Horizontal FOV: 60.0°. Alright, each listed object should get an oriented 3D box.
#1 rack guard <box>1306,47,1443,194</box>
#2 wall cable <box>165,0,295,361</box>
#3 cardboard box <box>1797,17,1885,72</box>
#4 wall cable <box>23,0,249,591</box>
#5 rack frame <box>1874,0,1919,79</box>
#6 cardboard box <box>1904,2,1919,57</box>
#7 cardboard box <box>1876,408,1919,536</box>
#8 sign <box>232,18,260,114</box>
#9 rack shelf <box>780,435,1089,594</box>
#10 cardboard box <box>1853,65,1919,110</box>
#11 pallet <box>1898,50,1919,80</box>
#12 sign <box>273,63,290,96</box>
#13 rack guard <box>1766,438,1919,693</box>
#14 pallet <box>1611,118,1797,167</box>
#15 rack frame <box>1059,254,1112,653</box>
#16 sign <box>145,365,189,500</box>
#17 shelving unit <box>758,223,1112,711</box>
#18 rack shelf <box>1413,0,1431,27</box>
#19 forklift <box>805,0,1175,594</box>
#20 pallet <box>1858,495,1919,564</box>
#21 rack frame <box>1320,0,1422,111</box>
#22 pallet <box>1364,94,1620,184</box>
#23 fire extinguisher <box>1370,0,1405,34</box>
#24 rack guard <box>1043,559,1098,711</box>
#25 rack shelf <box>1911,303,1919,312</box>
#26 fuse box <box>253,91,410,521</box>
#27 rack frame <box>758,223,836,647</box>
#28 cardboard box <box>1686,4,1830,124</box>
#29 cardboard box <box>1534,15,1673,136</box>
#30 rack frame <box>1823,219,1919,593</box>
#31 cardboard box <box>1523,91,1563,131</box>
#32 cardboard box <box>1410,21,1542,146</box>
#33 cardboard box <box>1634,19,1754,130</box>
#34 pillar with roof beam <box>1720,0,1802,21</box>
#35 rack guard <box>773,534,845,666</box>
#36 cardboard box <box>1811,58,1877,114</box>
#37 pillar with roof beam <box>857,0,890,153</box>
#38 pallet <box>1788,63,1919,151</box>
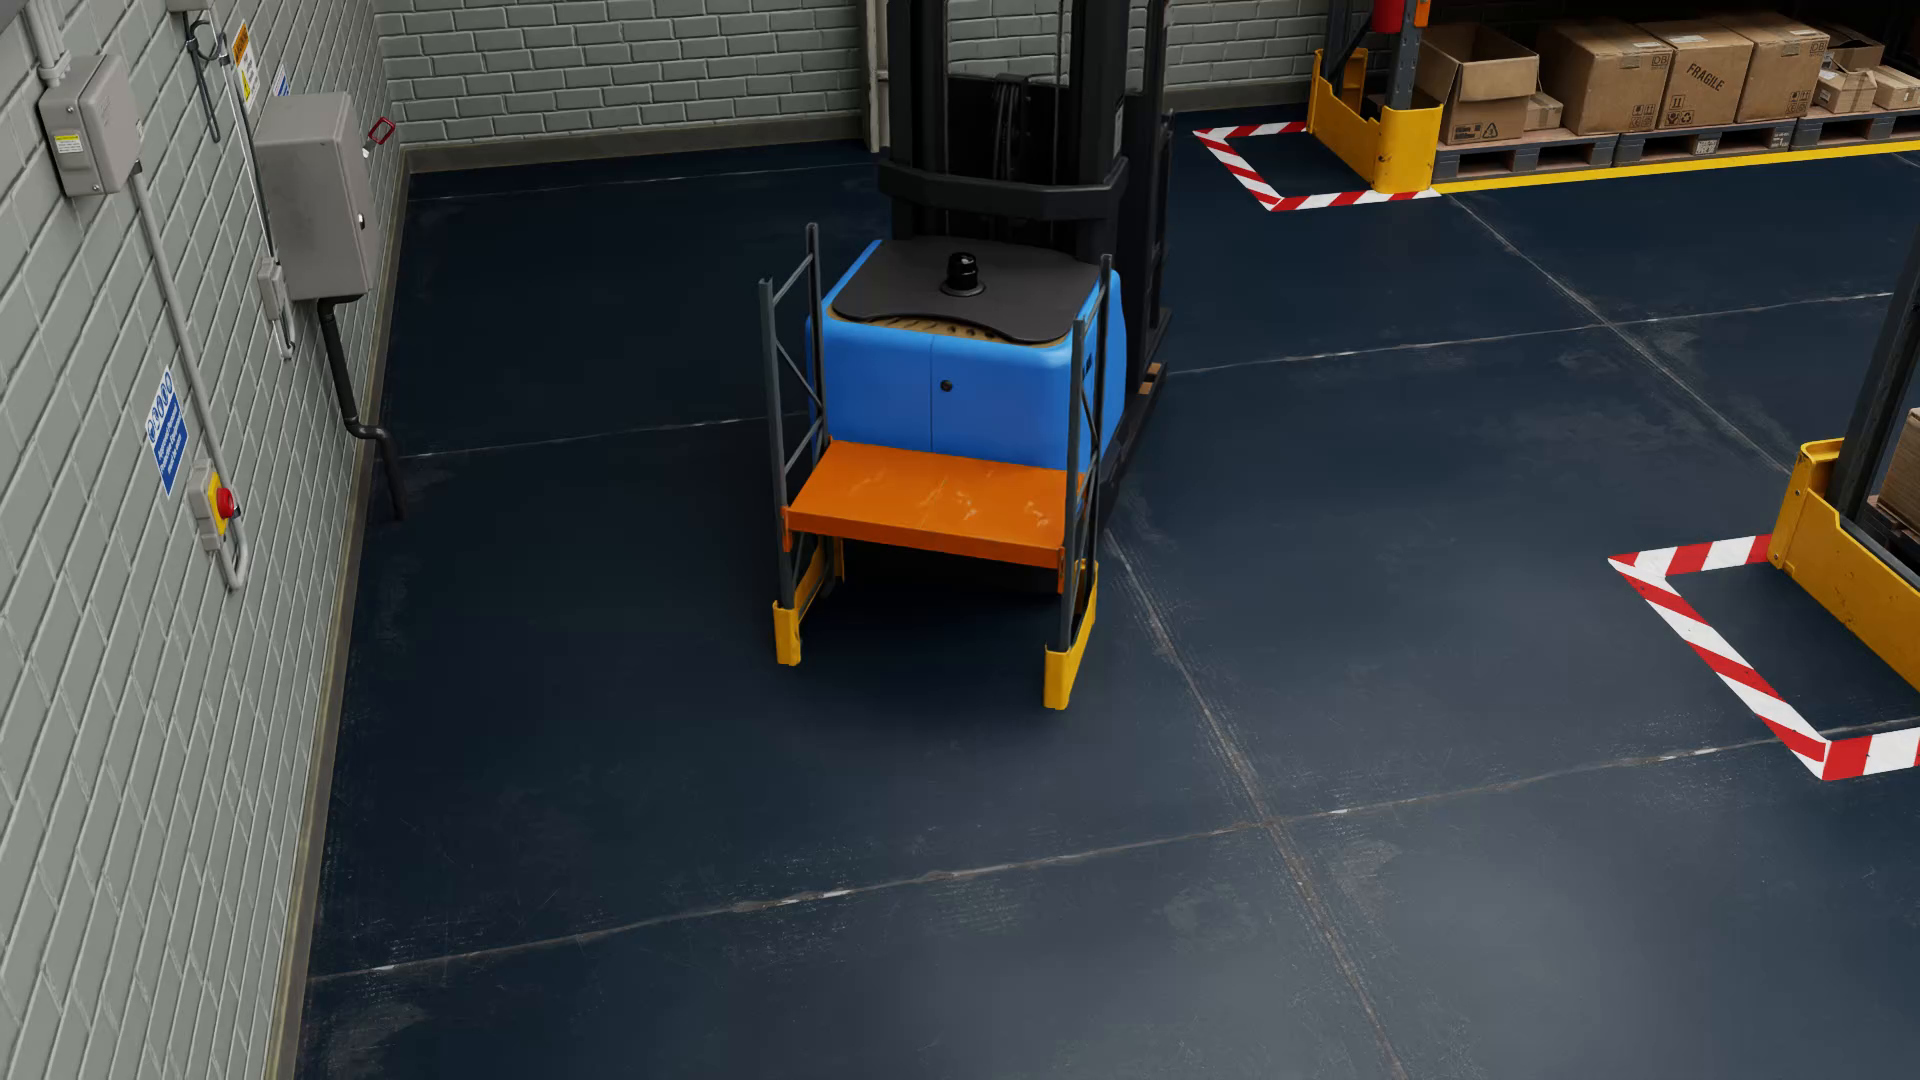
[{"bbox_3d":[2.505,-2.573,10.136,0.348,0.500,1.175,-7,35,-11],"label":"rack guard"},{"bbox_3d":[-2.290,-1.390,5.217,0.122,1.984,0.588,-7,35,-11],"label":"wall cable"},{"bbox_3d":[5.635,-3.199,10.861,0.500,0.311,0.500,-6,34,-9],"label":"cardboard box"},{"bbox_3d":[-1.965,-0.633,4.062,0.123,1.953,0.585,-7,35,-11],"label":"wall cable"},{"bbox_3d":[6.332,-4.093,10.158,0.127,3.000,1.000,-7,35,-11],"label":"rack frame"},{"bbox_3d":[6.746,-3.451,11.067,0.500,0.500,0.500,-7,35,-11],"label":"cardboard box"},{"bbox_3d":[4.151,-0.150,6.205,0.875,0.438,0.875,-8,35,-12],"label":"cardboard box"},{"bbox_3d":[-2.476,-1.646,5.769,0.001,0.242,0.339,-7,35,-11],"label":"sign"},{"bbox_3d":[-0.070,-0.103,5.880,1.000,0.185,0.538,8,35,12],"label":"rack shelf"},{"bbox_3d":[5.853,-2.856,10.495,0.250,0.149,0.380,-8,35,-12],"label":"cardboard box"},{"bbox_3d":[7.117,-3.056,11.115,1.213,0.211,1.003,-7,35,-11],"label":"pallet"},{"bbox_3d":[-2.598,-1.562,6.471,0.001,0.494,0.329,-7,35,-11],"label":"sign"},{"bbox_3d":[3.506,0.136,6.098,0.348,0.500,1.175,-7,35,-11],"label":"rack guard"},{"bbox_3d":[4.470,-2.700,10.584,1.213,0.211,1.003,-7,35,-11],"label":"pallet"},{"bbox_3d":[0.421,-0.181,5.674,0.032,1.500,0.500,8,35,12],"label":"rack frame"},{"bbox_3d":[-2.014,-0.277,4.228,0.001,0.218,0.327,-7,35,-11],"label":"sign"},{"bbox_3d":[-0.079,-0.254,5.782,1.083,1.500,0.587,8,35,12],"label":"shelving unit"},{"bbox_3d":[4.381,-3.549,9.992,4.000,0.370,1.077,-7,35,-11],"label":"rack shelf"},{"bbox_3d":[0.332,-1.829,6.845,1.130,2.935,3.031,10,35,14],"label":"forklift"},{"bbox_3d":[4.292,0.113,6.393,1.213,0.211,1.003,-7,35,-11],"label":"pallet"},{"bbox_3d":[2.431,-3.602,9.425,0.127,3.000,1.000,-7,35,-11],"label":"rack frame"},{"bbox_3d":[3.282,-2.552,10.363,1.213,0.211,1.003,-7,35,-11],"label":"pallet"},{"bbox_3d":[2.389,-3.145,9.149,0.183,0.674,0.296,-7,35,-11],"label":"fire extinguisher"},{"bbox_3d":[0.403,0.335,6.026,0.087,0.250,0.587,8,35,12],"label":"rack guard"},{"bbox_3d":[5.480,-0.852,5.973,4.000,0.370,1.077,-7,35,-11],"label":"rack shelf"},{"bbox_3d":[-2.287,-0.823,6.441,0.414,1.711,0.539,-7,35,-11],"label":"fuse box"},{"bbox_3d":[-0.562,-0.324,5.887,0.032,1.500,0.500,8,35,12],"label":"rack frame"},{"bbox_3d":[4.903,-2.973,10.355,0.500,0.500,0.700,-8,35,-12],"label":"cardboard box"},{"bbox_3d":[3.890,-2.846,10.165,0.500,0.500,0.700,-6,34,-9],"label":"cardboard box"},{"bbox_3d":[3.529,-0.904,5.406,0.127,3.000,1.000,-7,35,-11],"label":"rack frame"},{"bbox_3d":[3.471,-2.647,10.184,0.250,0.149,0.380,-9,35,-12],"label":"cardboard box"},{"bbox_3d":[3.048,-2.763,10.039,0.637,0.503,0.797,-9,35,-12],"label":"cardboard box"},{"bbox_3d":[4.428,-2.856,10.181,0.500,0.500,0.500,-7,34,-10],"label":"cardboard box"},{"bbox_3d":[6.404,-4.649,5.602,0.400,9.000,9.100,-7,35,-11],"label":"pillar with roof beam"},{"bbox_3d":[-0.561,0.195,6.235,0.087,0.250,0.587,8,35,12],"label":"rack guard"},{"bbox_3d":[5.505,-2.860,10.397,0.258,0.266,0.396,-6,34,-9],"label":"cardboard box"},{"bbox_3d":[0.552,-3.911,4.503,0.400,9.000,9.100,-7,35,-11],"label":"pillar with roof beam"},{"bbox_3d":[5.662,-2.852,10.810,1.213,0.211,1.003,-7,35,-11],"label":"pallet"}]
